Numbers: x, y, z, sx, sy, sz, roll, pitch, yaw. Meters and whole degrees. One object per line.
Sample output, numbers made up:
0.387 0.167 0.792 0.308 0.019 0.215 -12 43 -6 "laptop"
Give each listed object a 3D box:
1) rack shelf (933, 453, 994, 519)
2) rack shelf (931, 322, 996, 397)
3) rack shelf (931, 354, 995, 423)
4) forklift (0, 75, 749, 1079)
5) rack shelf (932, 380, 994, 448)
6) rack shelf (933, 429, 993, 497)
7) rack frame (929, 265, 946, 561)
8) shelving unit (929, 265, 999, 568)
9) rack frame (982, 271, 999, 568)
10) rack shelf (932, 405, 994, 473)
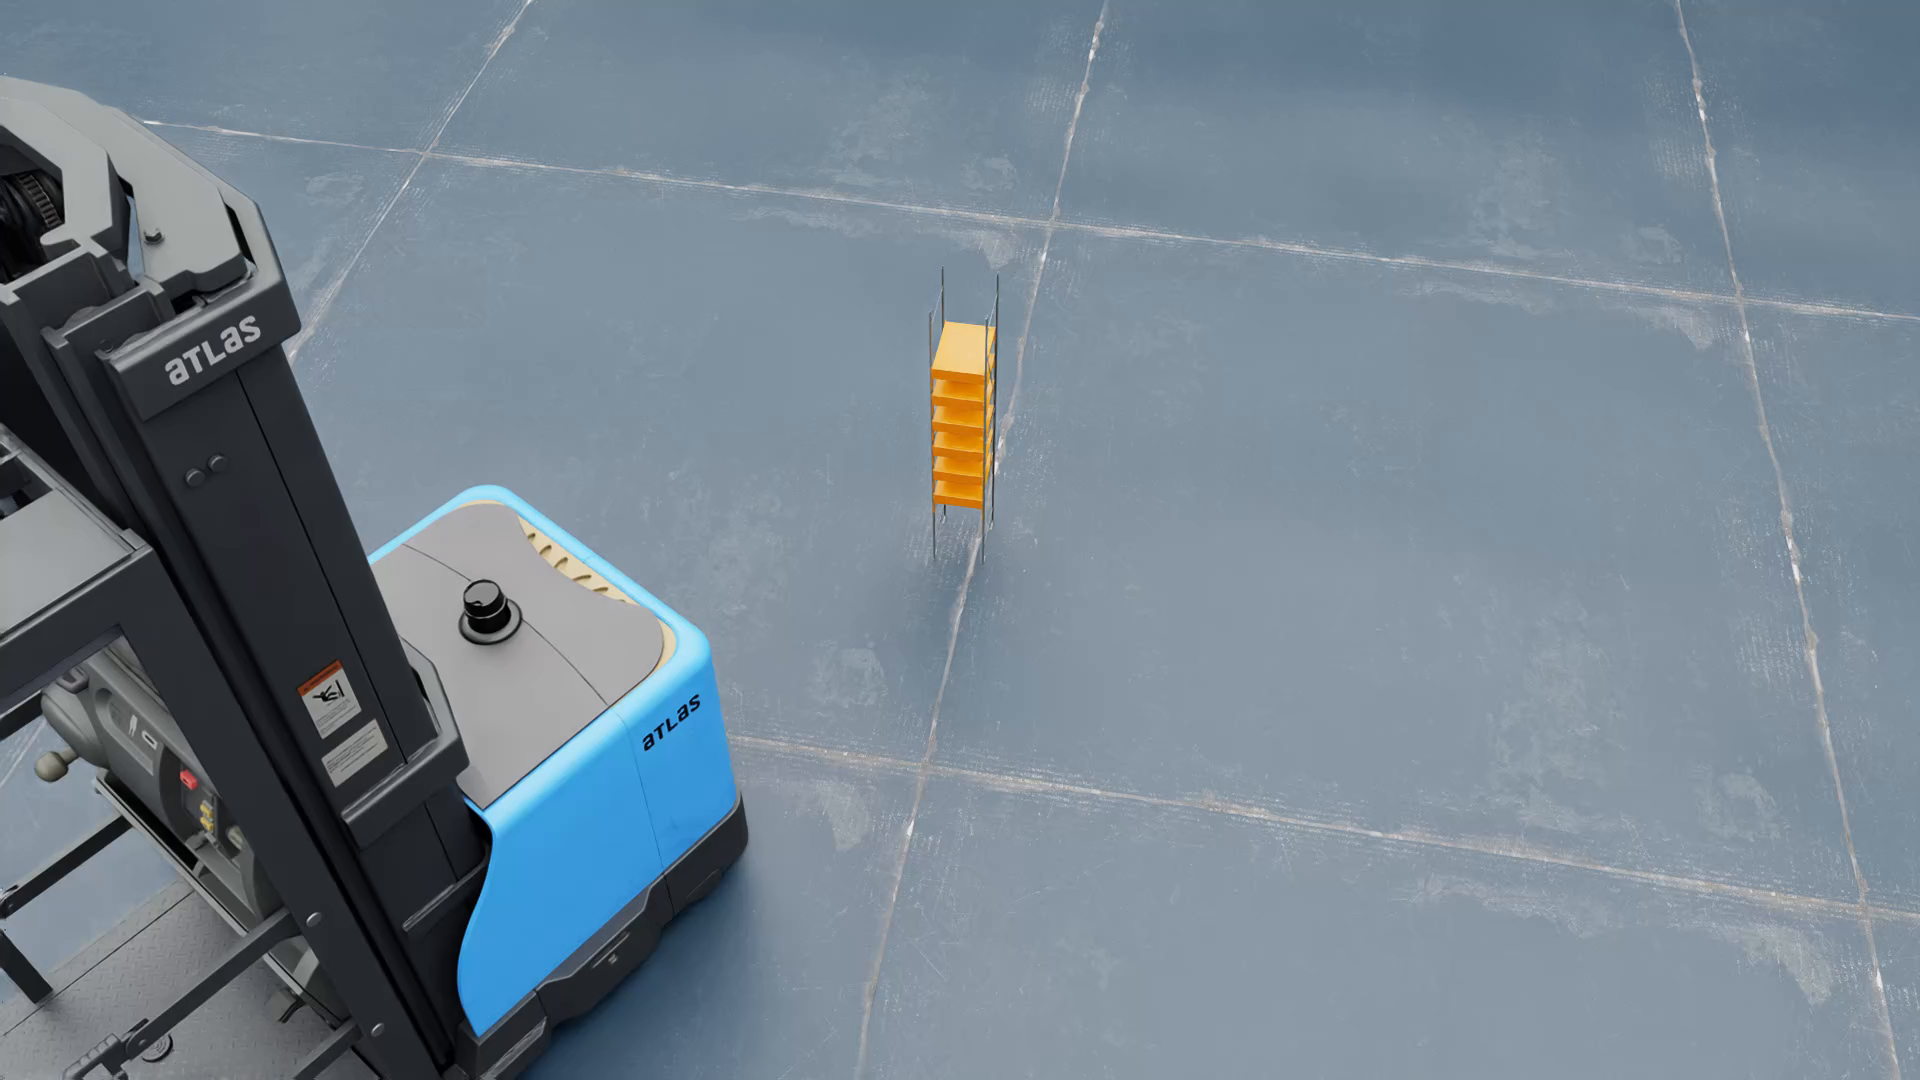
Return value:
0.014 -0.209 6.014 0.180 0.103 0.258 8 49 7 "rack shelf"
0.014 -0.610 5.567 0.180 0.103 0.258 8 49 7 "rack shelf"
0.014 -0.530 5.657 0.180 0.103 0.258 8 49 7 "rack shelf"
-2.014 0.613 3.729 1.130 2.935 3.031 32 56 26 "forklift"
0.014 -0.450 5.746 0.180 0.103 0.258 8 49 7 "rack shelf"
0.014 -0.289 5.924 0.180 0.103 0.258 8 49 7 "rack shelf"
-0.076 -0.411 5.813 0.006 1.200 0.240 8 49 7 "rack frame"
0.014 -0.399 5.802 0.189 1.200 0.258 8 49 7 "shelving unit"
0.104 -0.387 5.791 0.006 1.200 0.240 8 49 7 "rack frame"
0.014 -0.369 5.835 0.180 0.103 0.258 8 49 7 "rack shelf"
